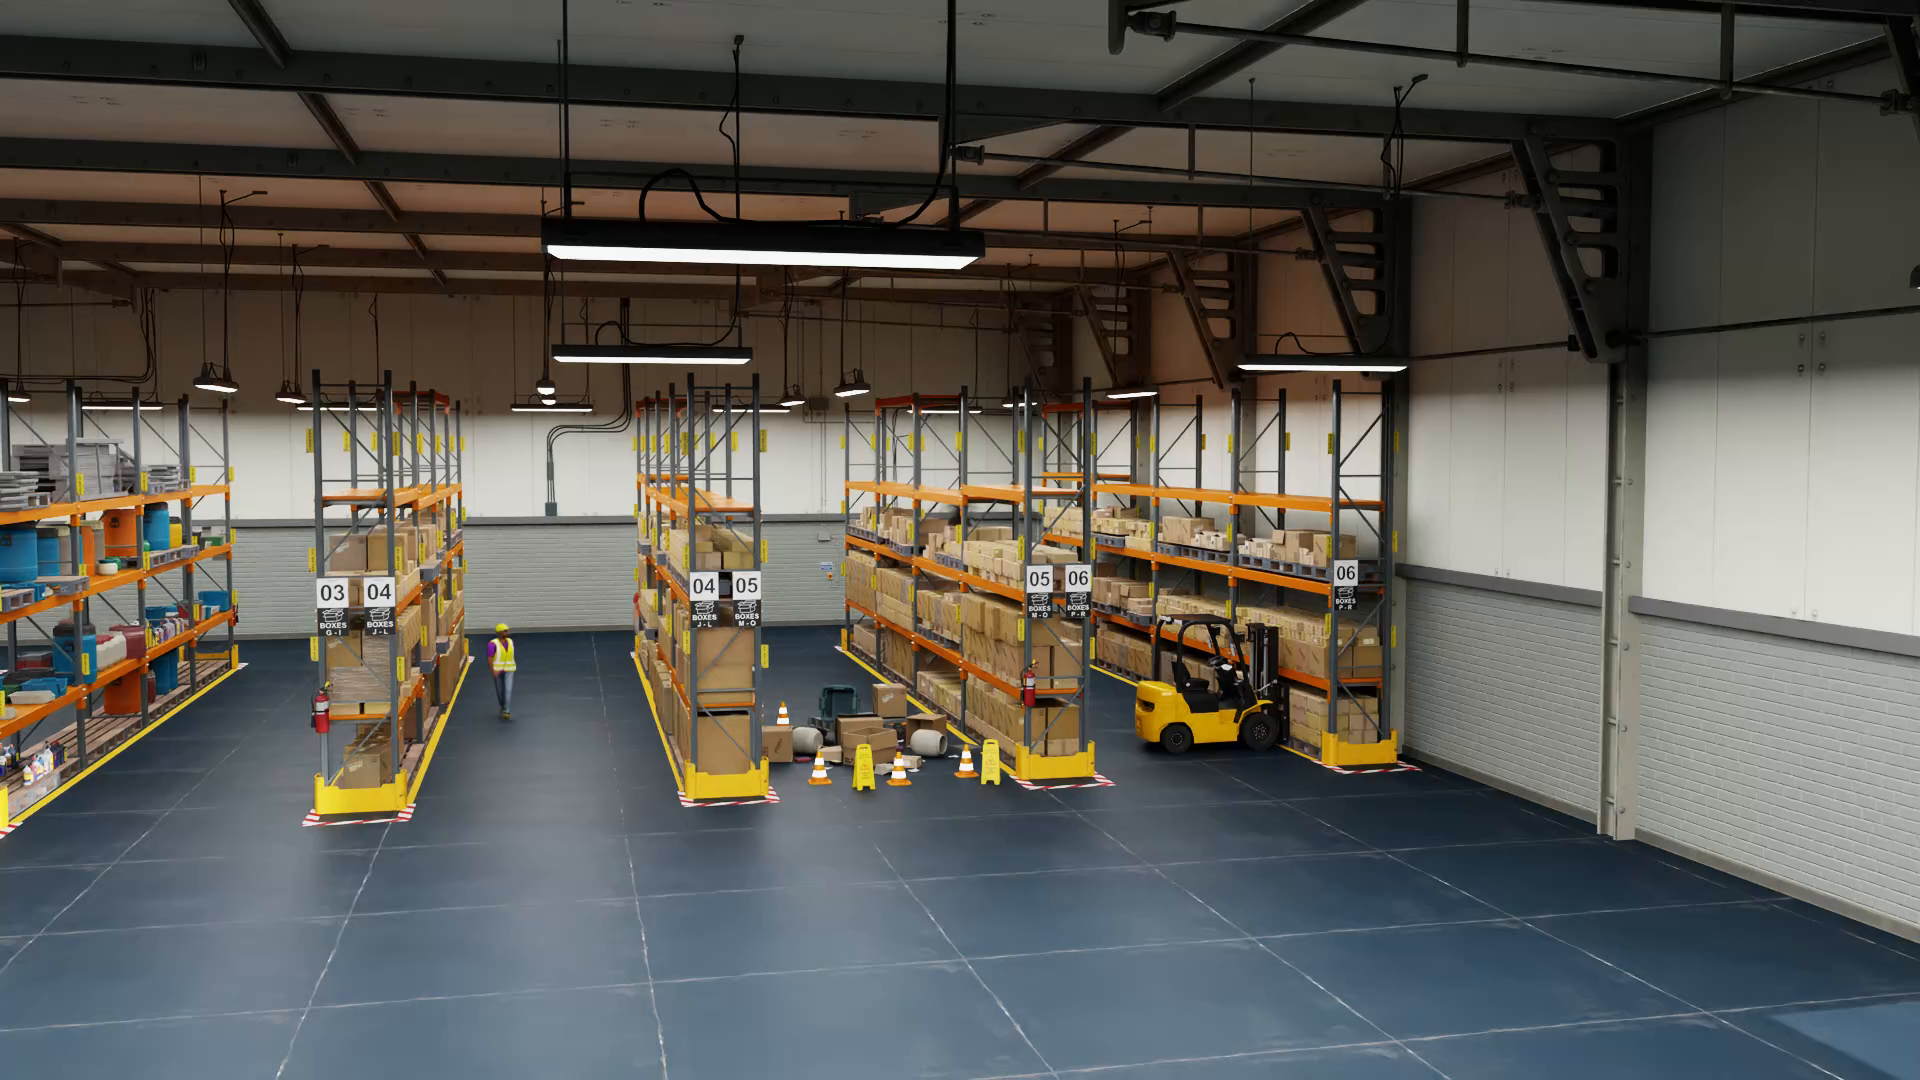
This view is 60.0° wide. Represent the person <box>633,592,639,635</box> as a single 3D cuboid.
[{"bbox_3d":[-7.657,1.861,40.300,0.572,1.703,0.712,0,3,-4],"label":"person"}]

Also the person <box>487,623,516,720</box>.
[{"bbox_3d":[-8.355,2.388,30.320,0.500,1.727,1.025,-1,3,-9],"label":"person"}]

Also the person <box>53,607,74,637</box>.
[{"bbox_3d":[-17.830,2.241,33.480,0.786,1.813,0.936,-1,3,-12],"label":"person"}]

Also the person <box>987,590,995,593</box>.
[{"bbox_3d":[0.714,1.940,37.611,0.358,1.768,0.648,-1,4,-21],"label":"person"}]
